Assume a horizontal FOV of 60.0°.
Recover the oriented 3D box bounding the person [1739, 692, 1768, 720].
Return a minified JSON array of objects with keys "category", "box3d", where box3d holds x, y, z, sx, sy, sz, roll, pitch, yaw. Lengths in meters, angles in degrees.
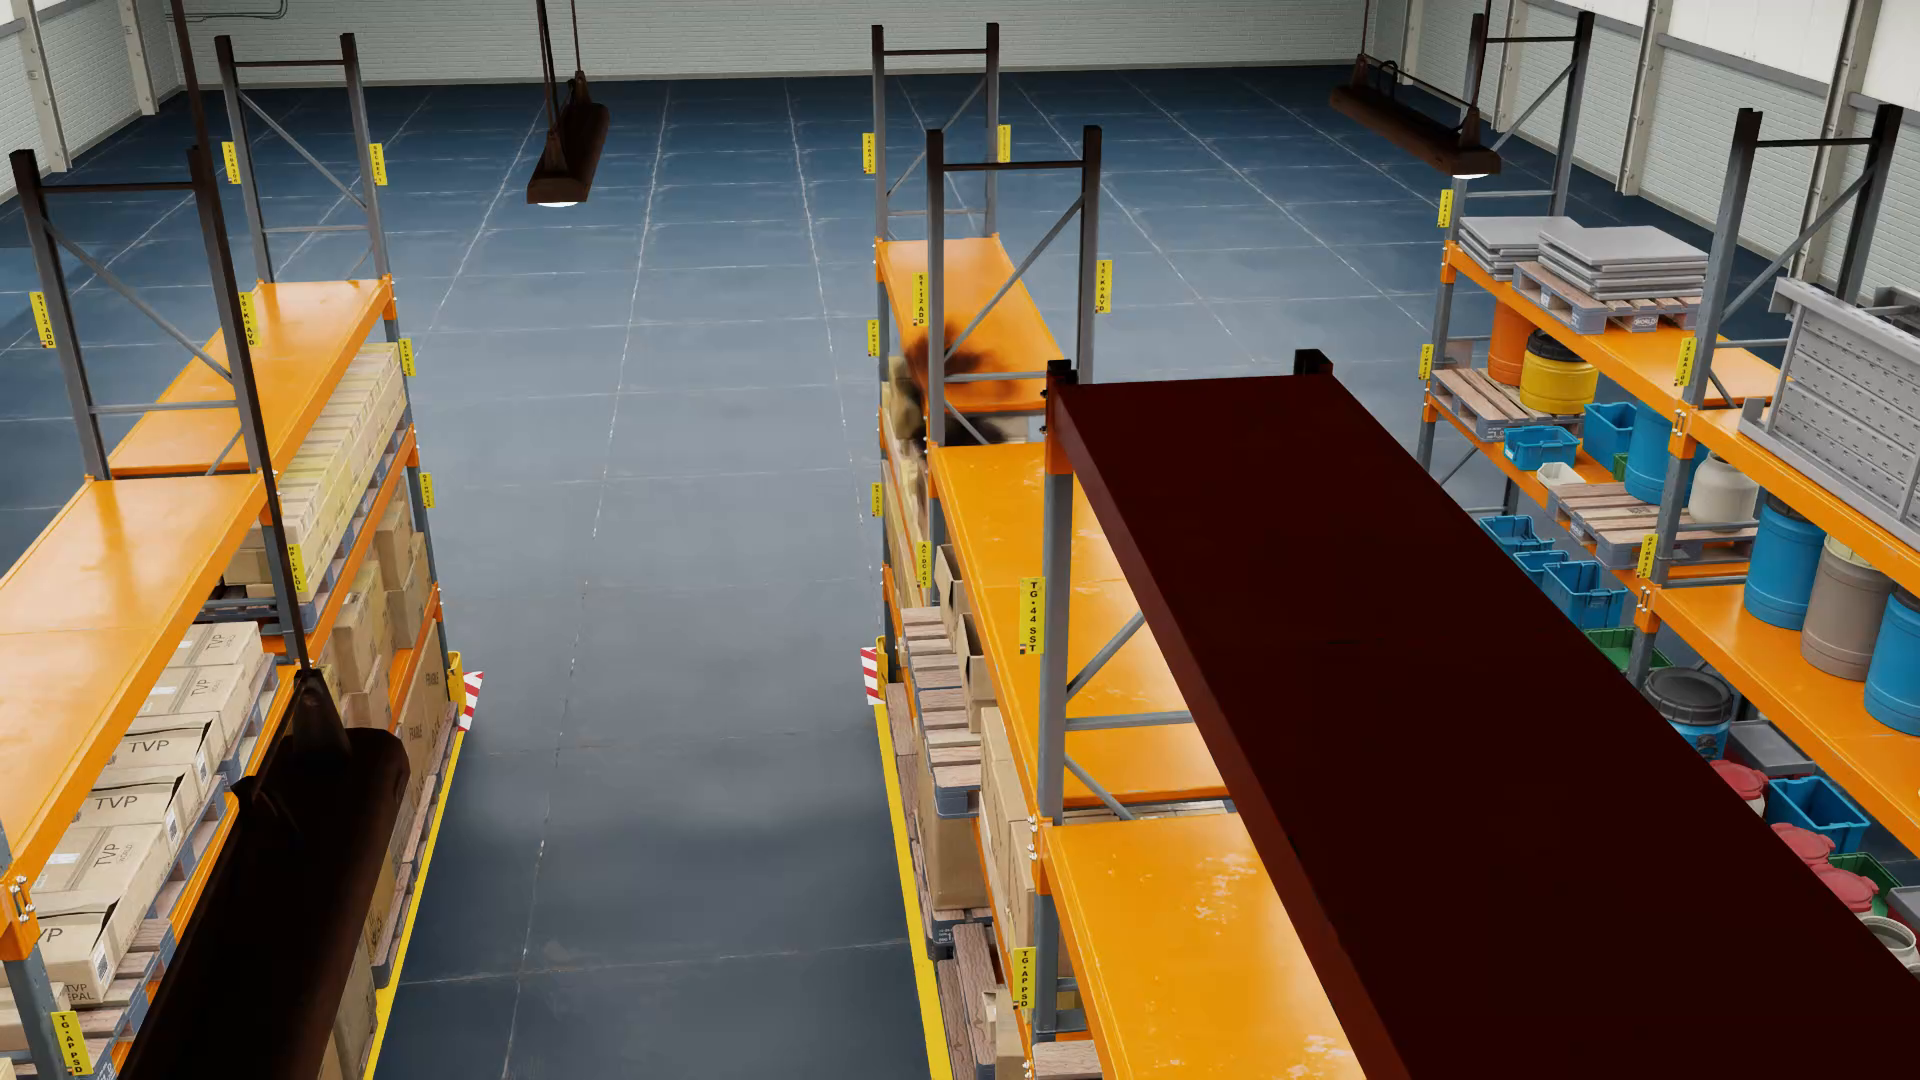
[{"category":"person","box3d":[7.064,1.114,14.291,0.586,1.621,0.543,-6,26,-12]}]
